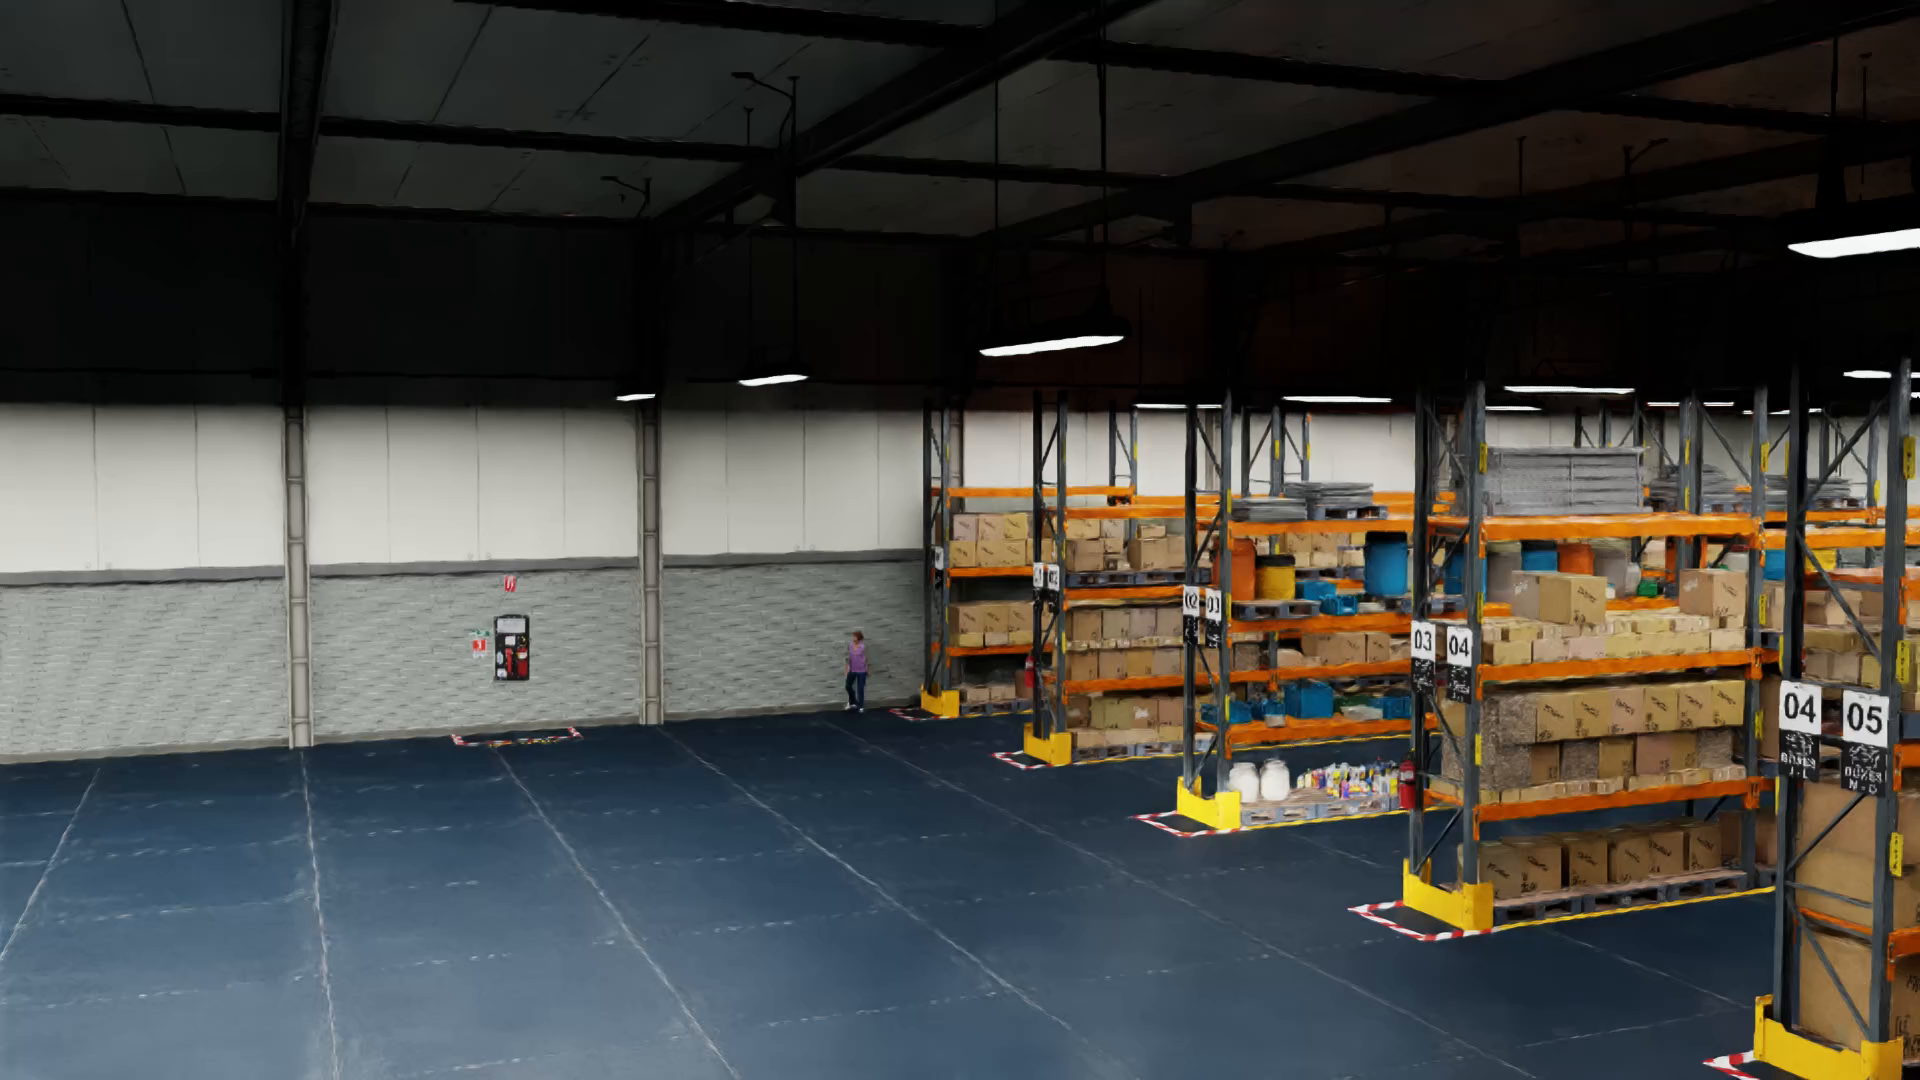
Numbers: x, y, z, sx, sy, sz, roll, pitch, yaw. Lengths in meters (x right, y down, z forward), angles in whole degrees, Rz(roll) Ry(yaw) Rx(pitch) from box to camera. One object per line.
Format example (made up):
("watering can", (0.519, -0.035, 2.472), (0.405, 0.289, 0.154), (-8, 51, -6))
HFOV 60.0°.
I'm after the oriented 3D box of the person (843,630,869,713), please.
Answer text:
("person", (-2.028, 2.521, 31.819), (0.600, 1.552, 0.465), (1, 4, 21))
